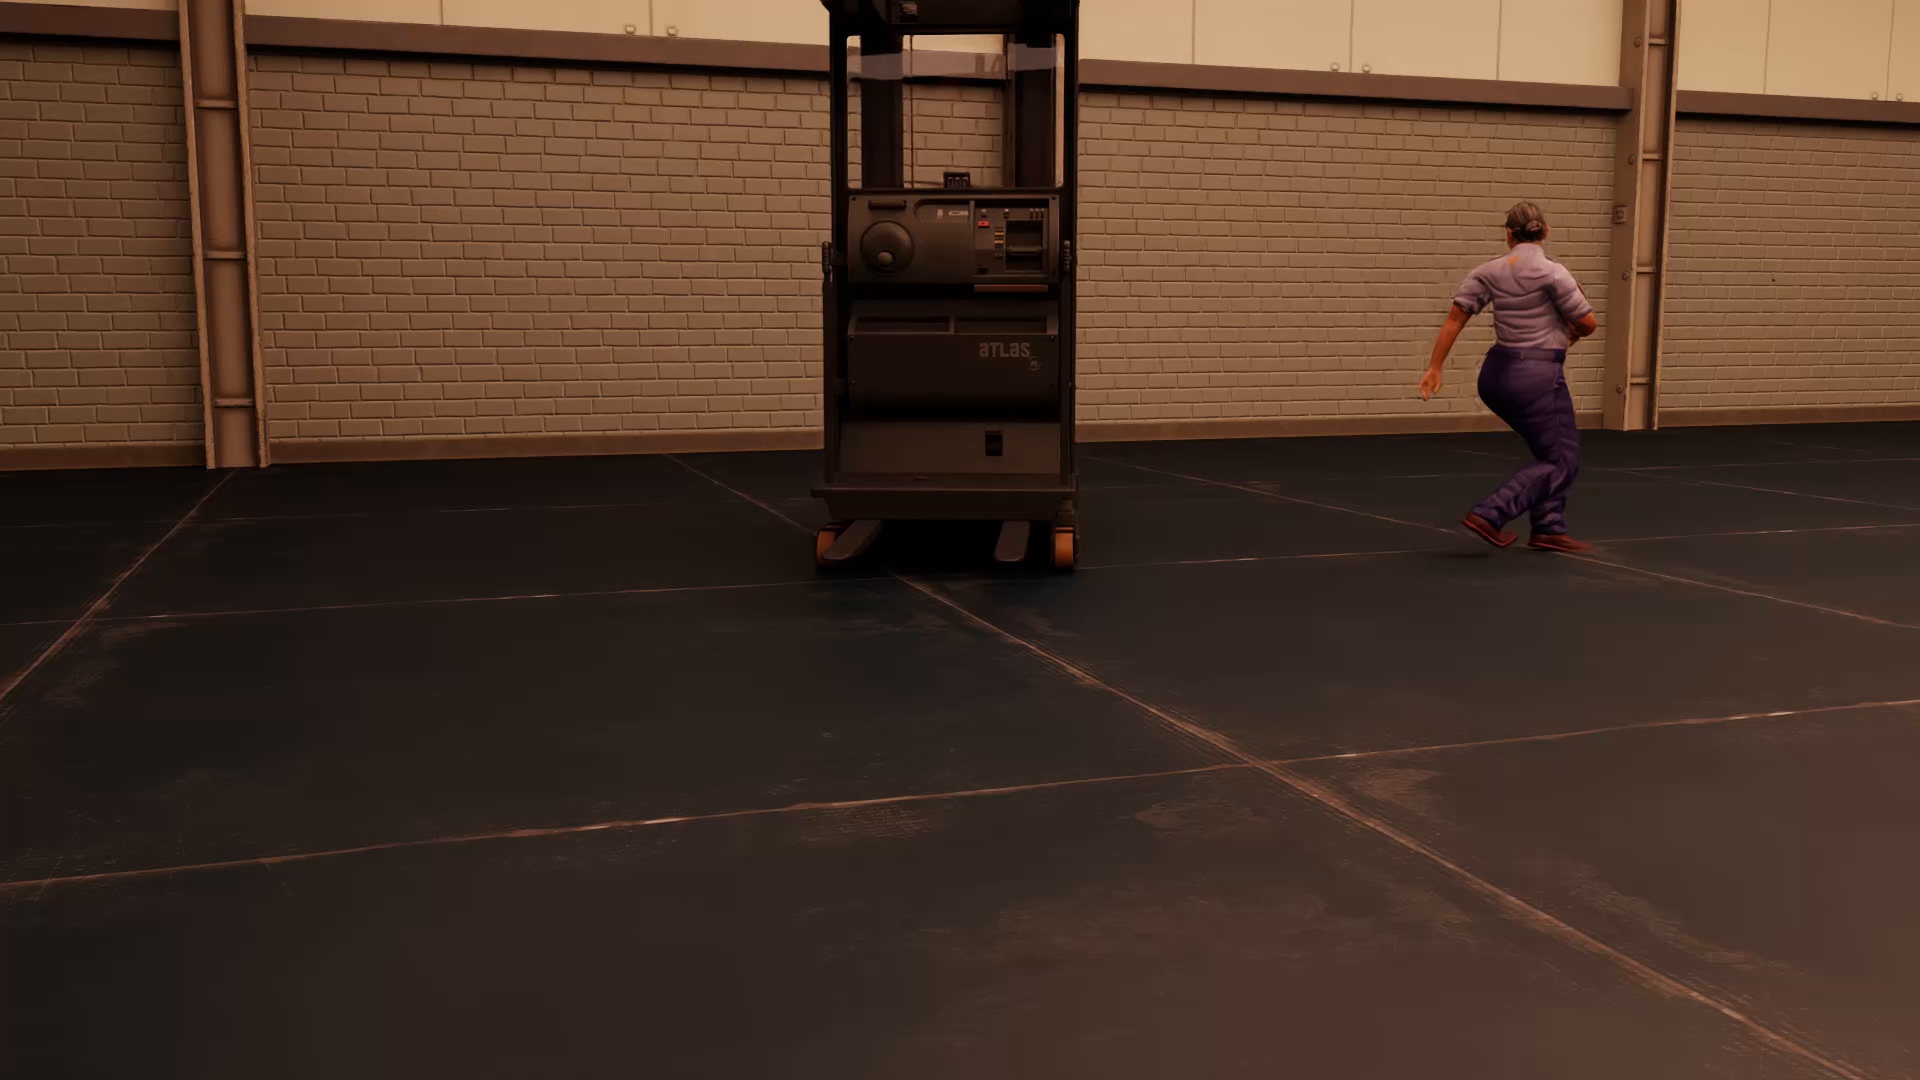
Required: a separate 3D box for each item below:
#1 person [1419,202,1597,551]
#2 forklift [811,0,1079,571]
[{"bbox_3d":[2.515,-0.711,7.424,0.776,1.574,0.533,-2,8,-14],"label":"person"},{"bbox_3d":[-0.041,-1.367,7.098,1.130,2.935,3.031,0,8,4],"label":"forklift"}]
